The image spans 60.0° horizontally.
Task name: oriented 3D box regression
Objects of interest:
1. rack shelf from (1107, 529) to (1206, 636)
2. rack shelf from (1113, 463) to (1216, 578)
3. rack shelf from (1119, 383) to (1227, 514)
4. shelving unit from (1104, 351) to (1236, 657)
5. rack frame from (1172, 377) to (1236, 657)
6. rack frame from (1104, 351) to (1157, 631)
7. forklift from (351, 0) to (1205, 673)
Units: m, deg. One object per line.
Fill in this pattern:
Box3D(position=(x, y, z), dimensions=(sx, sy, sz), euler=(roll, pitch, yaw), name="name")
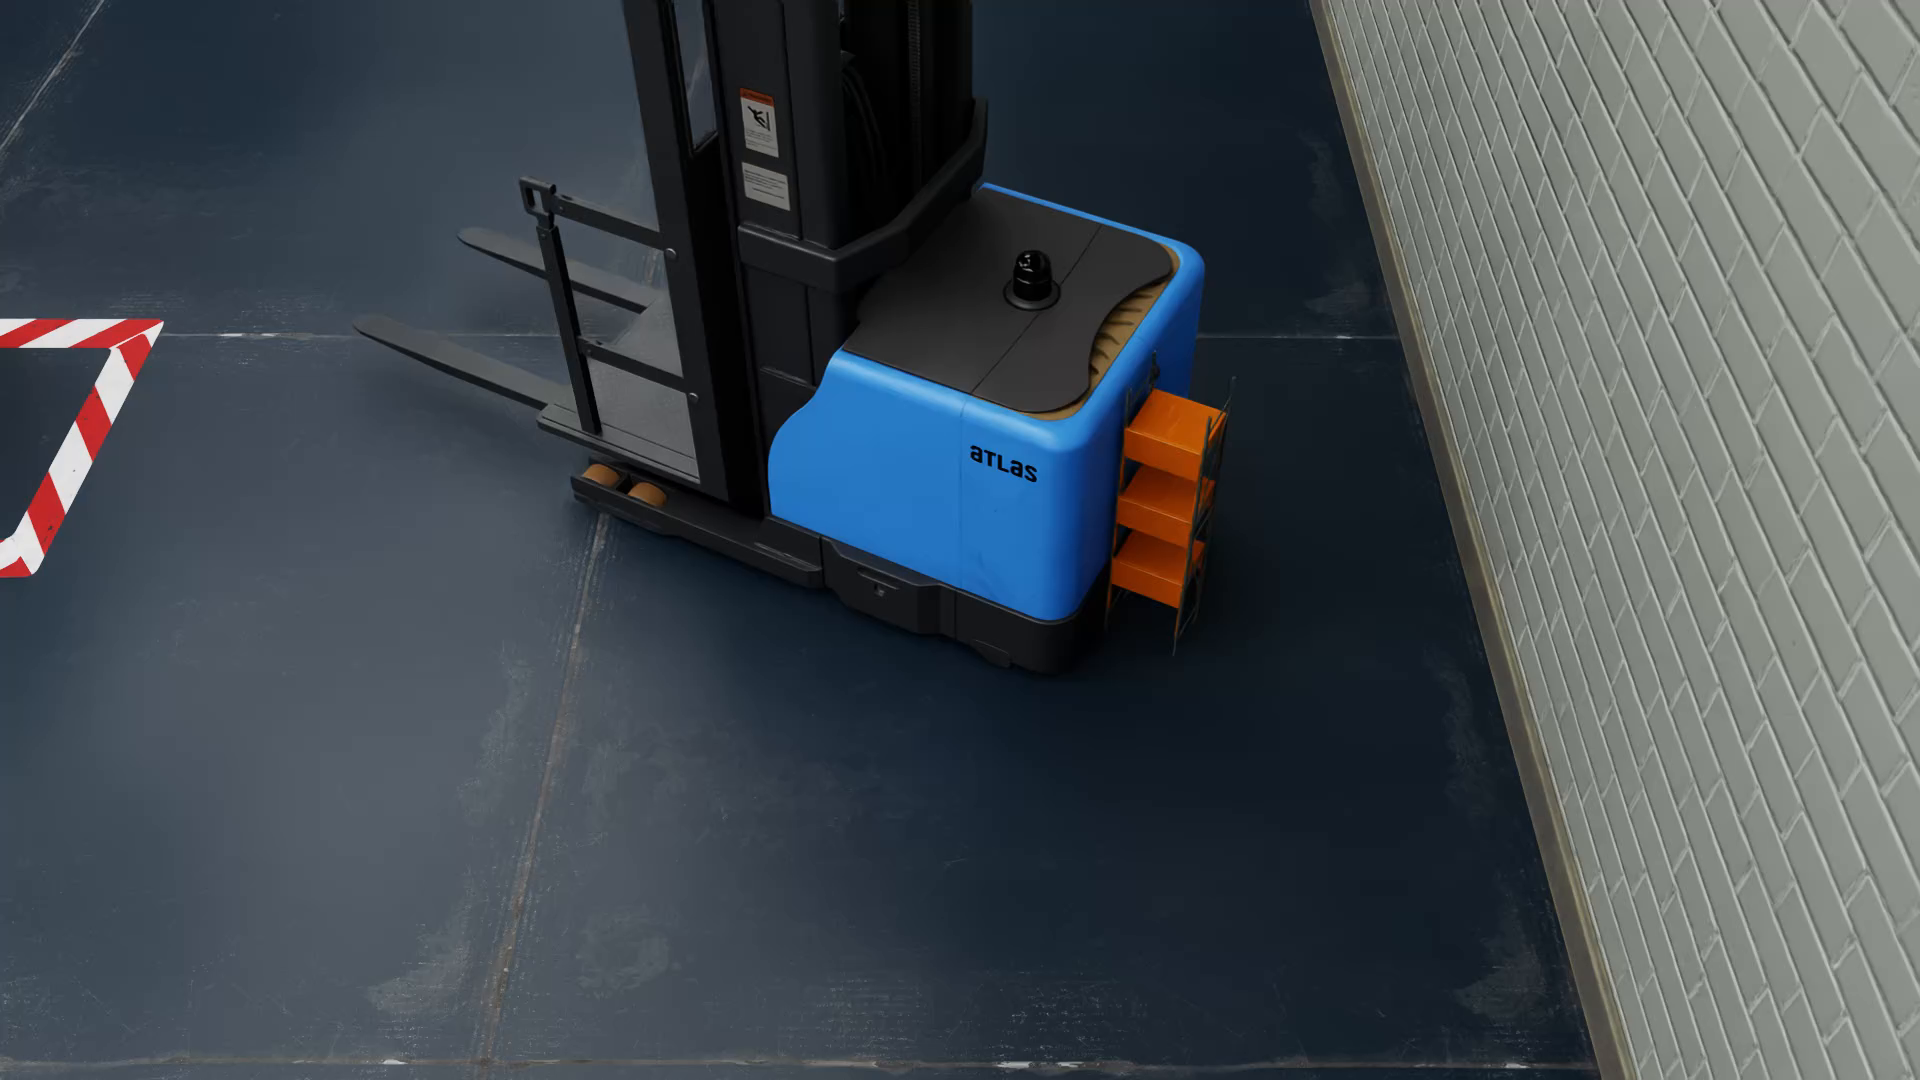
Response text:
Box3D(position=(0.630, 0.112, 5.322), dimensions=(0.240, 0.259, 0.215), euler=(21, 50, 18), name="rack shelf")
Box3D(position=(0.630, -0.077, 5.119), dimensions=(0.240, 0.259, 0.215), euler=(21, 50, 18), name="rack shelf")
Box3D(position=(0.630, -0.270, 4.911), dimensions=(0.240, 0.259, 0.215), euler=(21, 50, 18), name="rack shelf")
Box3D(position=(0.630, -0.084, 5.111), dimensions=(0.252, 1.050, 0.215), euler=(21, 50, 18), name="shelving unit")
Box3D(position=(0.738, -0.043, 5.073), dimensions=(0.008, 1.050, 0.200), euler=(21, 50, 18), name="rack frame")
Box3D(position=(0.522, -0.126, 5.150), dimensions=(0.008, 1.050, 0.200), euler=(21, 50, 18), name="rack frame")
Box3D(position=(-0.775, -1.355, 5.009), dimensions=(3.031, 2.935, 1.130), euler=(21, 50, 18), name="forklift")
